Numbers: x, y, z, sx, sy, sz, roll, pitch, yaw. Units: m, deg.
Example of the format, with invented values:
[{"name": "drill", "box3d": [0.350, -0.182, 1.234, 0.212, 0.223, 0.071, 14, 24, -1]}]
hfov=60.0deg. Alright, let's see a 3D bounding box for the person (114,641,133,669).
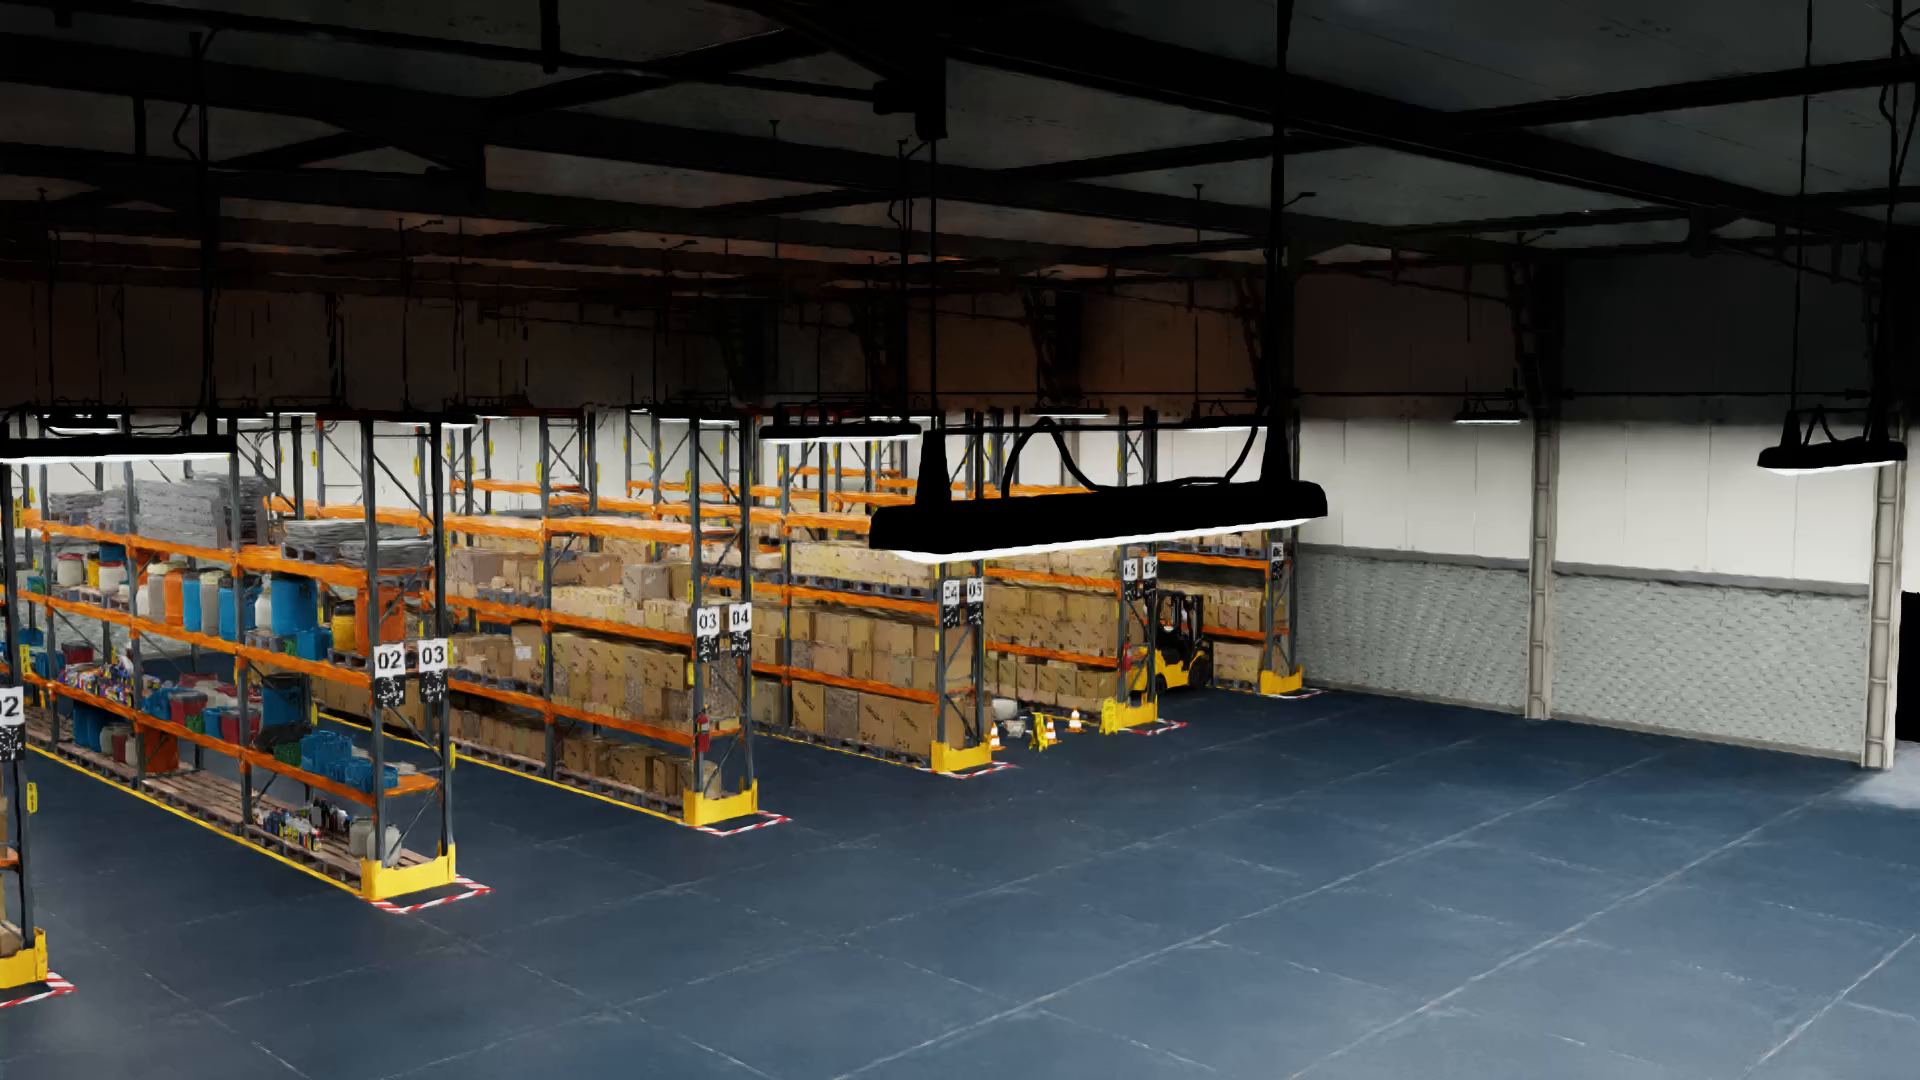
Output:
[{"name": "person", "box3d": [-15.480, 2.724, 30.959, 0.792, 1.719, 0.698, 2, 6, 24]}]
